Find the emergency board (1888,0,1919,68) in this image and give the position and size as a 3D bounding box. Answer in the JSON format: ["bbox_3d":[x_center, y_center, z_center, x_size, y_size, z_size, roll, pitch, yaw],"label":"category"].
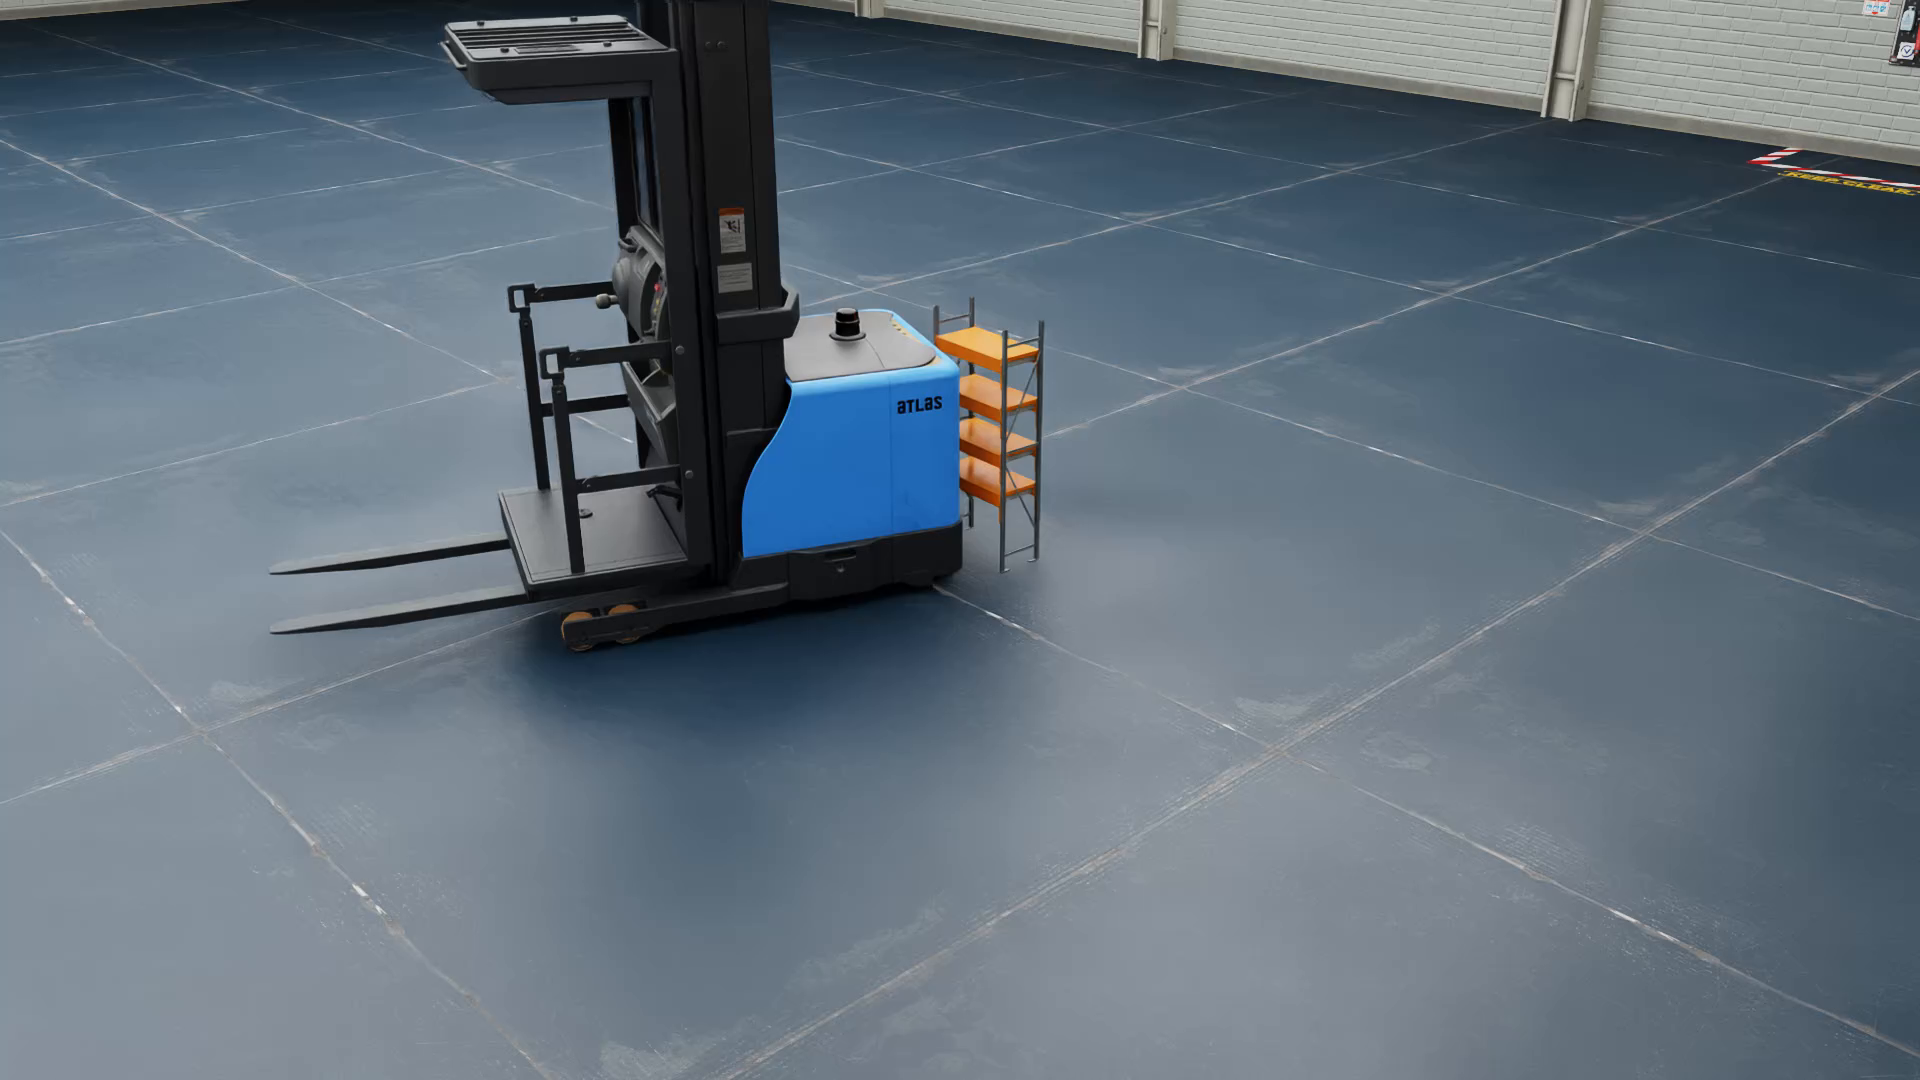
[{"bbox_3d":[9.211,-5.053,15.712,0.157,1.169,0.626,-21,32,-38],"label":"emergency board"}]

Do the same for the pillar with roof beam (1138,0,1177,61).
[{"bbox_3d":[-0.479,-9.429,18.077,9.100,9.000,0.400,-21,32,-38],"label":"pillar with roof beam"}]

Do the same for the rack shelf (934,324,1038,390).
[{"bbox_3d":[0.129,-0.856,7.733,0.258,0.148,0.480,-19,31,-36],"label":"rack shelf"}]

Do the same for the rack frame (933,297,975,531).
[{"bbox_3d":[-0.027,-0.576,8.067,0.240,1.200,0.015,-19,31,-36],"label":"rack frame"}]

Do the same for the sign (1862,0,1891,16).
[{"bbox_3d":[8.901,-5.258,16.118,0.001,0.329,0.234,-21,32,-38],"label":"sign"}]

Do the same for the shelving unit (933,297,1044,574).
[{"bbox_3d":[0.129,-0.498,7.896,0.258,1.200,0.503,-19,31,-36],"label":"shelving unit"}]

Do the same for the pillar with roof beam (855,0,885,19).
[{"bbox_3d":[-4.580,-11.247,22.062,9.100,9.000,0.400,-21,32,-38],"label":"pillar with roof beam"}]

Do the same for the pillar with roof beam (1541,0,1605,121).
[{"bbox_3d":[3.621,-7.611,14.092,9.100,9.000,0.400,-21,32,-38],"label":"pillar with roof beam"}]

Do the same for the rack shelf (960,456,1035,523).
[{"bbox_3d":[0.129,-0.256,8.007,0.258,0.148,0.480,-19,31,-36],"label":"rack shelf"}]

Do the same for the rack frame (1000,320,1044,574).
[{"bbox_3d":[0.285,-0.420,7.726,0.240,1.200,0.015,-19,31,-36],"label":"rack frame"}]

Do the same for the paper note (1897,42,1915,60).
[{"bbox_3d":[9.133,-4.717,16.038,0.016,0.148,0.142,-21,32,-38],"label":"paper note"}]

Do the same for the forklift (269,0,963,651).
[{"bbox_3d":[-1.559,-1.102,7.134,3.031,2.935,1.130,-9,26,-19],"label":"forklift"}]

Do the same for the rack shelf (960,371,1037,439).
[{"bbox_3d":[0.129,-0.640,7.831,0.258,0.148,0.480,-19,31,-36],"label":"rack shelf"}]

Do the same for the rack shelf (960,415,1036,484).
[{"bbox_3d":[0.129,-0.437,7.924,0.258,0.148,0.480,-19,31,-36],"label":"rack shelf"}]
